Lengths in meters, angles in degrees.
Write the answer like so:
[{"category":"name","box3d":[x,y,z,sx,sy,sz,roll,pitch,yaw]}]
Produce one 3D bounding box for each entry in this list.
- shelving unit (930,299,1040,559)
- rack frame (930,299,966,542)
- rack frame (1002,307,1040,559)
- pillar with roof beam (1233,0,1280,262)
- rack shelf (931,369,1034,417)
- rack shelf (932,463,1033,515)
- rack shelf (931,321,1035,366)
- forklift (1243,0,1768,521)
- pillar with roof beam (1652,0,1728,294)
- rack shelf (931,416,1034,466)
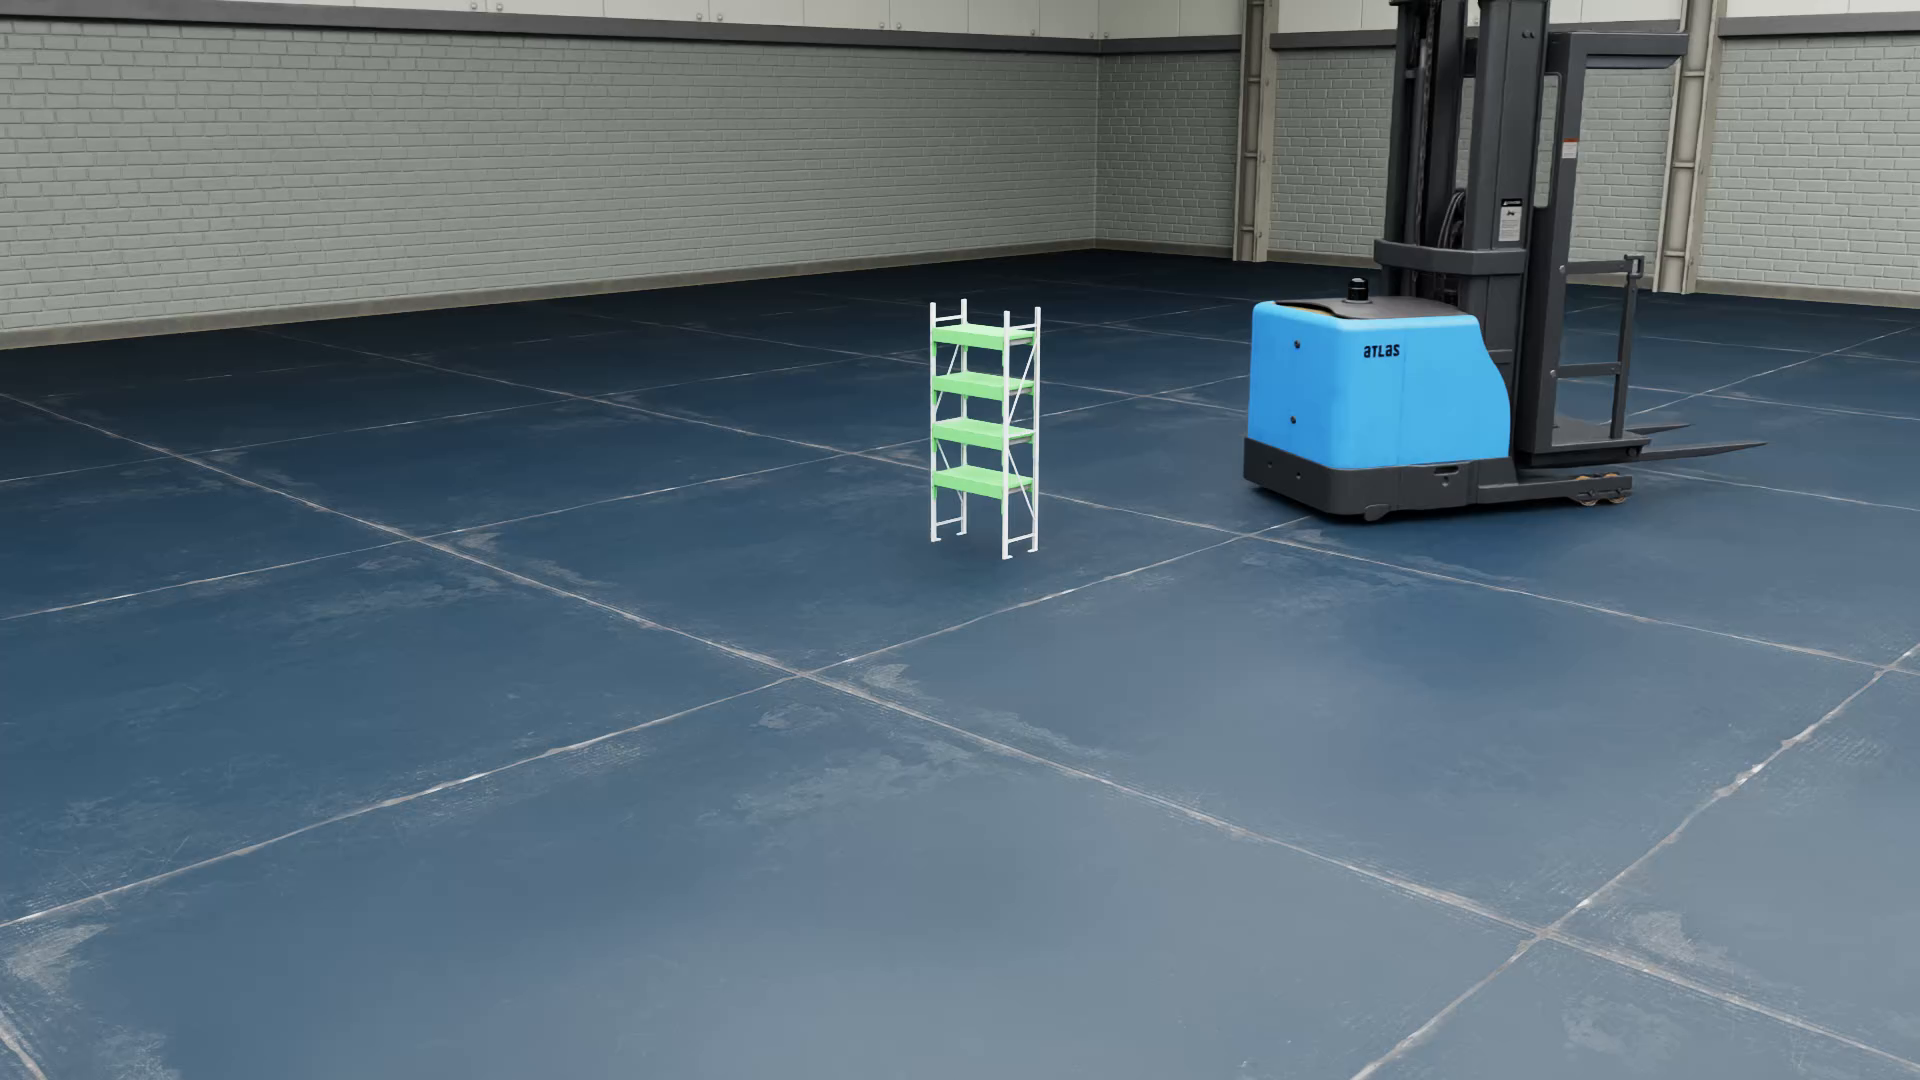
[{"category":"shelving unit","box3d":[0.119,-0.552,8.170,0.503,1.200,0.258,14,20,42]},{"category":"rack frame","box3d":[-0.056,-0.594,8.333,0.015,1.200,0.240,14,20,42]},{"category":"rack frame","box3d":[0.295,-0.509,8.006,0.015,1.200,0.240,14,20,42]},{"category":"pillar with roof beam","box3d":[1.154,-7.564,19.613,0.400,9.000,9.100,14,20,42]},{"category":"rack shelf","box3d":[0.119,-0.722,8.125,0.480,0.148,0.258,14,20,42]},{"category":"rack shelf","box3d":[0.119,-0.258,8.246,0.480,0.148,0.258,14,20,42]},{"category":"rack shelf","box3d":[0.119,-0.954,8.065,0.480,0.148,0.258,14,20,42]},{"category":"forklift","box3d":[3.193,-1.723,9.232,3.031,2.935,1.130,-5,15,-19]},{"category":"pillar with roof beam","box3d":[5.474,-6.514,15.583,0.400,9.000,9.100,14,20,42]},{"category":"rack shelf","box3d":[0.119,-0.490,8.186,0.480,0.148,0.258,14,20,42]}]
